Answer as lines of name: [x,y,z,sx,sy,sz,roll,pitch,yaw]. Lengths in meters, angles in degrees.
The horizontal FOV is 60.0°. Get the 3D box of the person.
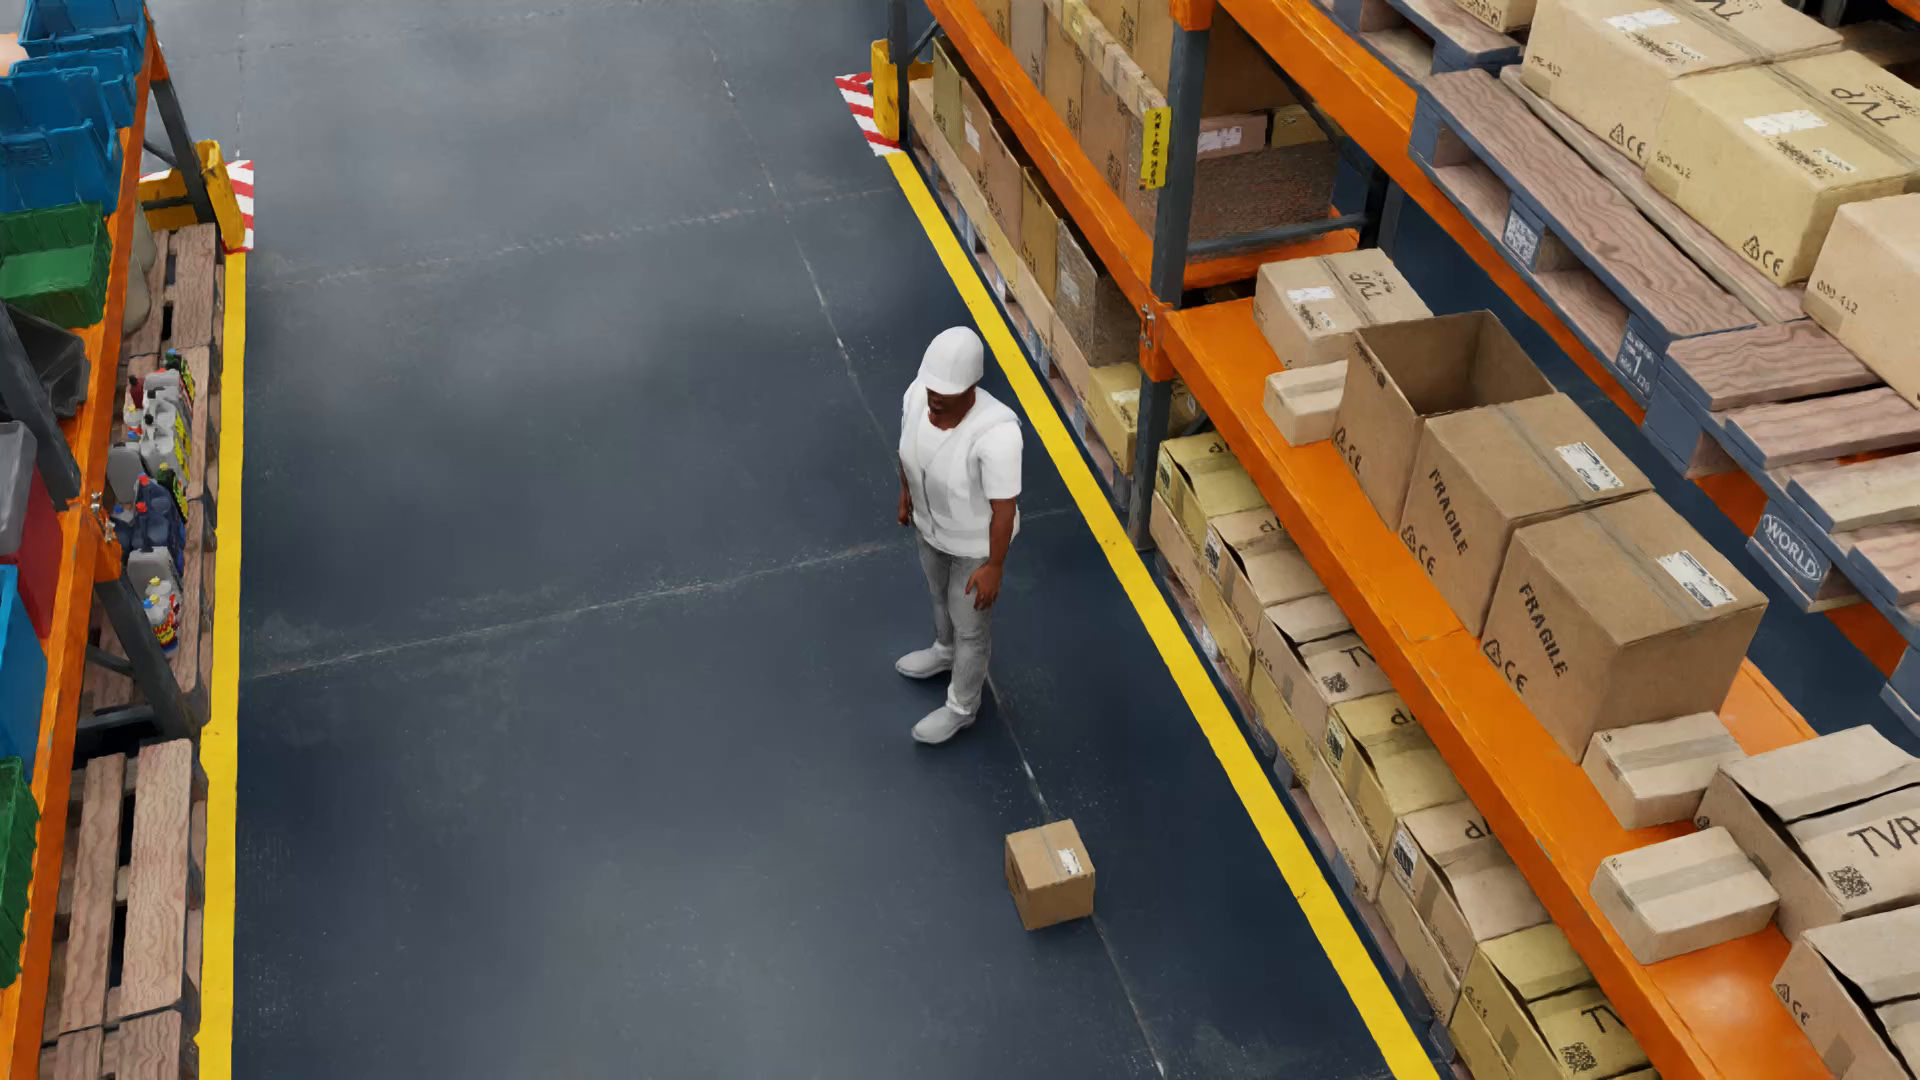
person: [-0.085,-0.021,6.130,0.521,1.768,0.650,-31,51,-30]
